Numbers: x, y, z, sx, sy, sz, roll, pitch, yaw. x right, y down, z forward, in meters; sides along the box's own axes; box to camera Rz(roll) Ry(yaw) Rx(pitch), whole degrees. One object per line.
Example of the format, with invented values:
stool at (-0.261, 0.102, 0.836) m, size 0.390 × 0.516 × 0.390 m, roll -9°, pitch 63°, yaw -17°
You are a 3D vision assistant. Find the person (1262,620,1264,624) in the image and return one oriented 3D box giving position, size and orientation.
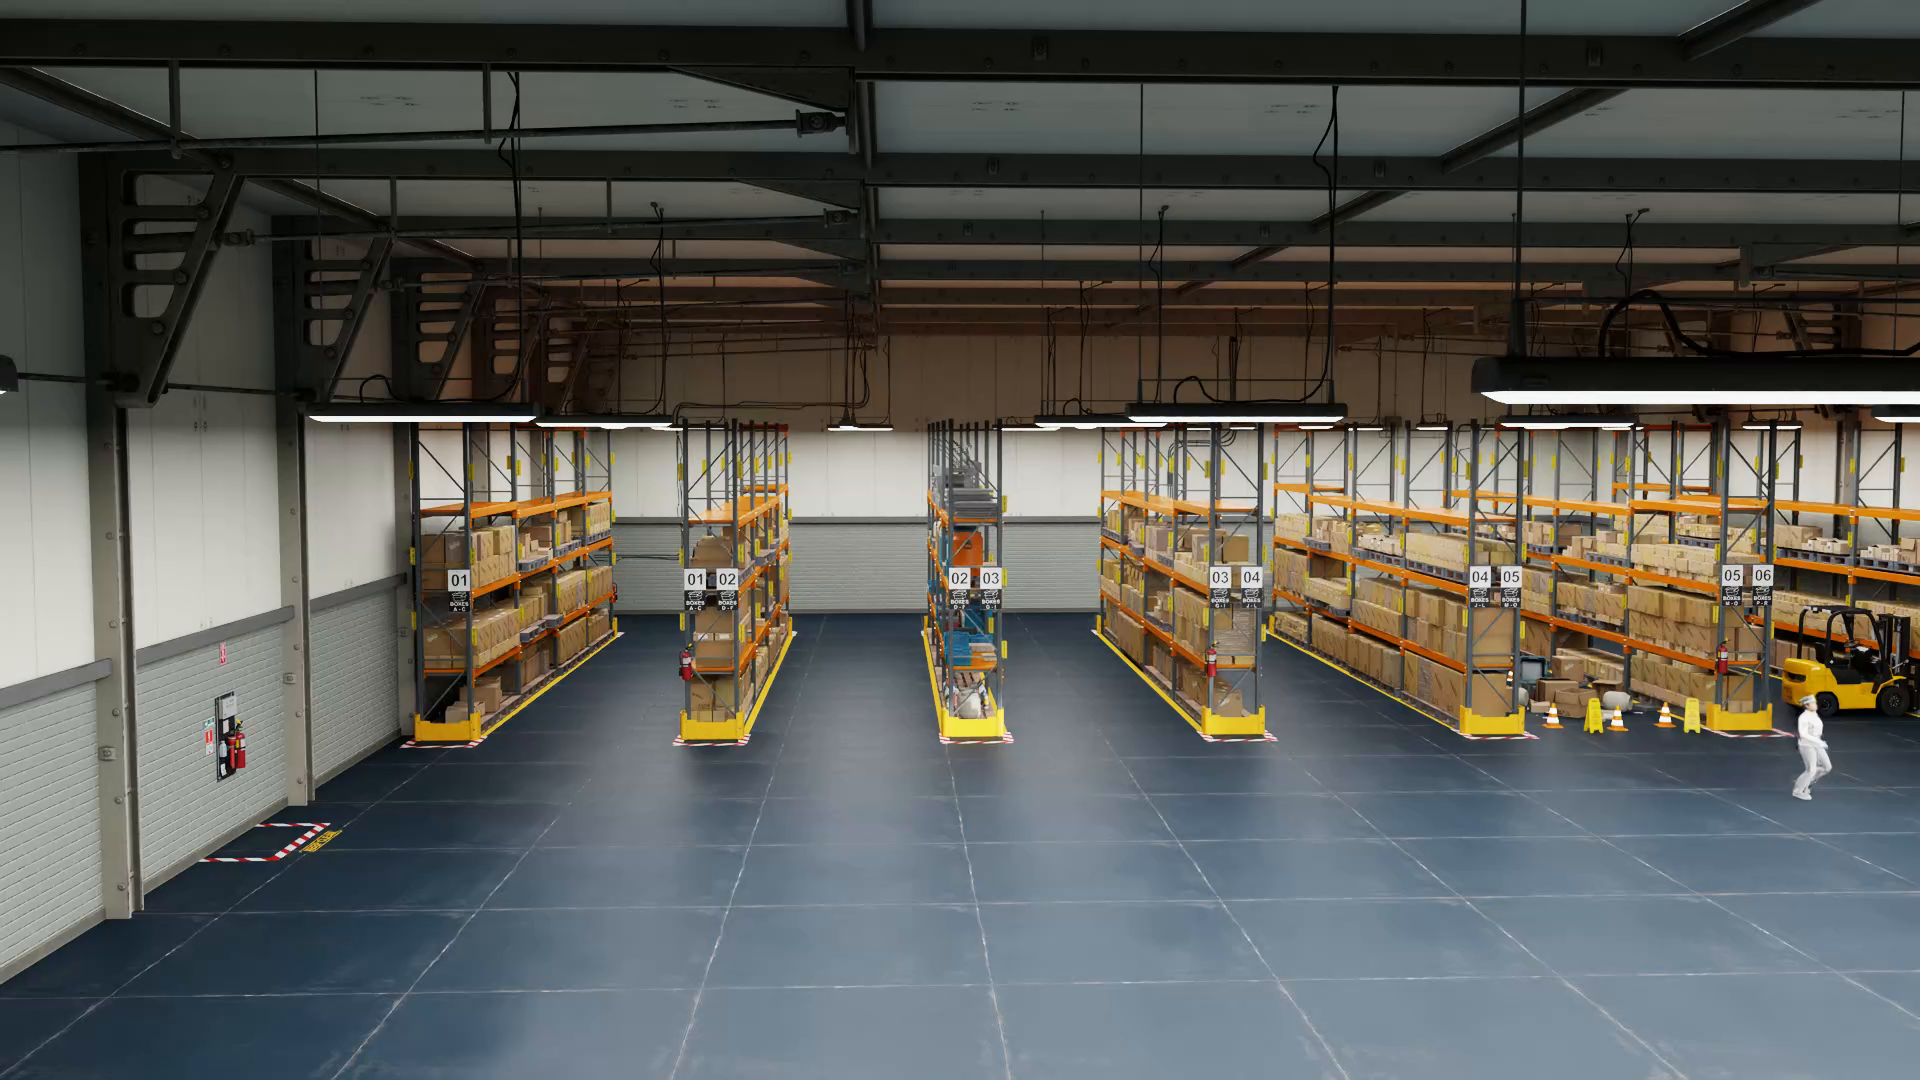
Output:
person at (8.543, 1.783, 48.545) m, size 0.731 × 1.739 × 0.667 m, roll -1°, pitch 4°, yaw -17°

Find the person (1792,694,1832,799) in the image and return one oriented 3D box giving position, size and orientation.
person at (13.332, 3.228, 26.006) m, size 0.629 × 1.658 × 0.534 m, roll -3°, pitch 5°, yaw -42°
